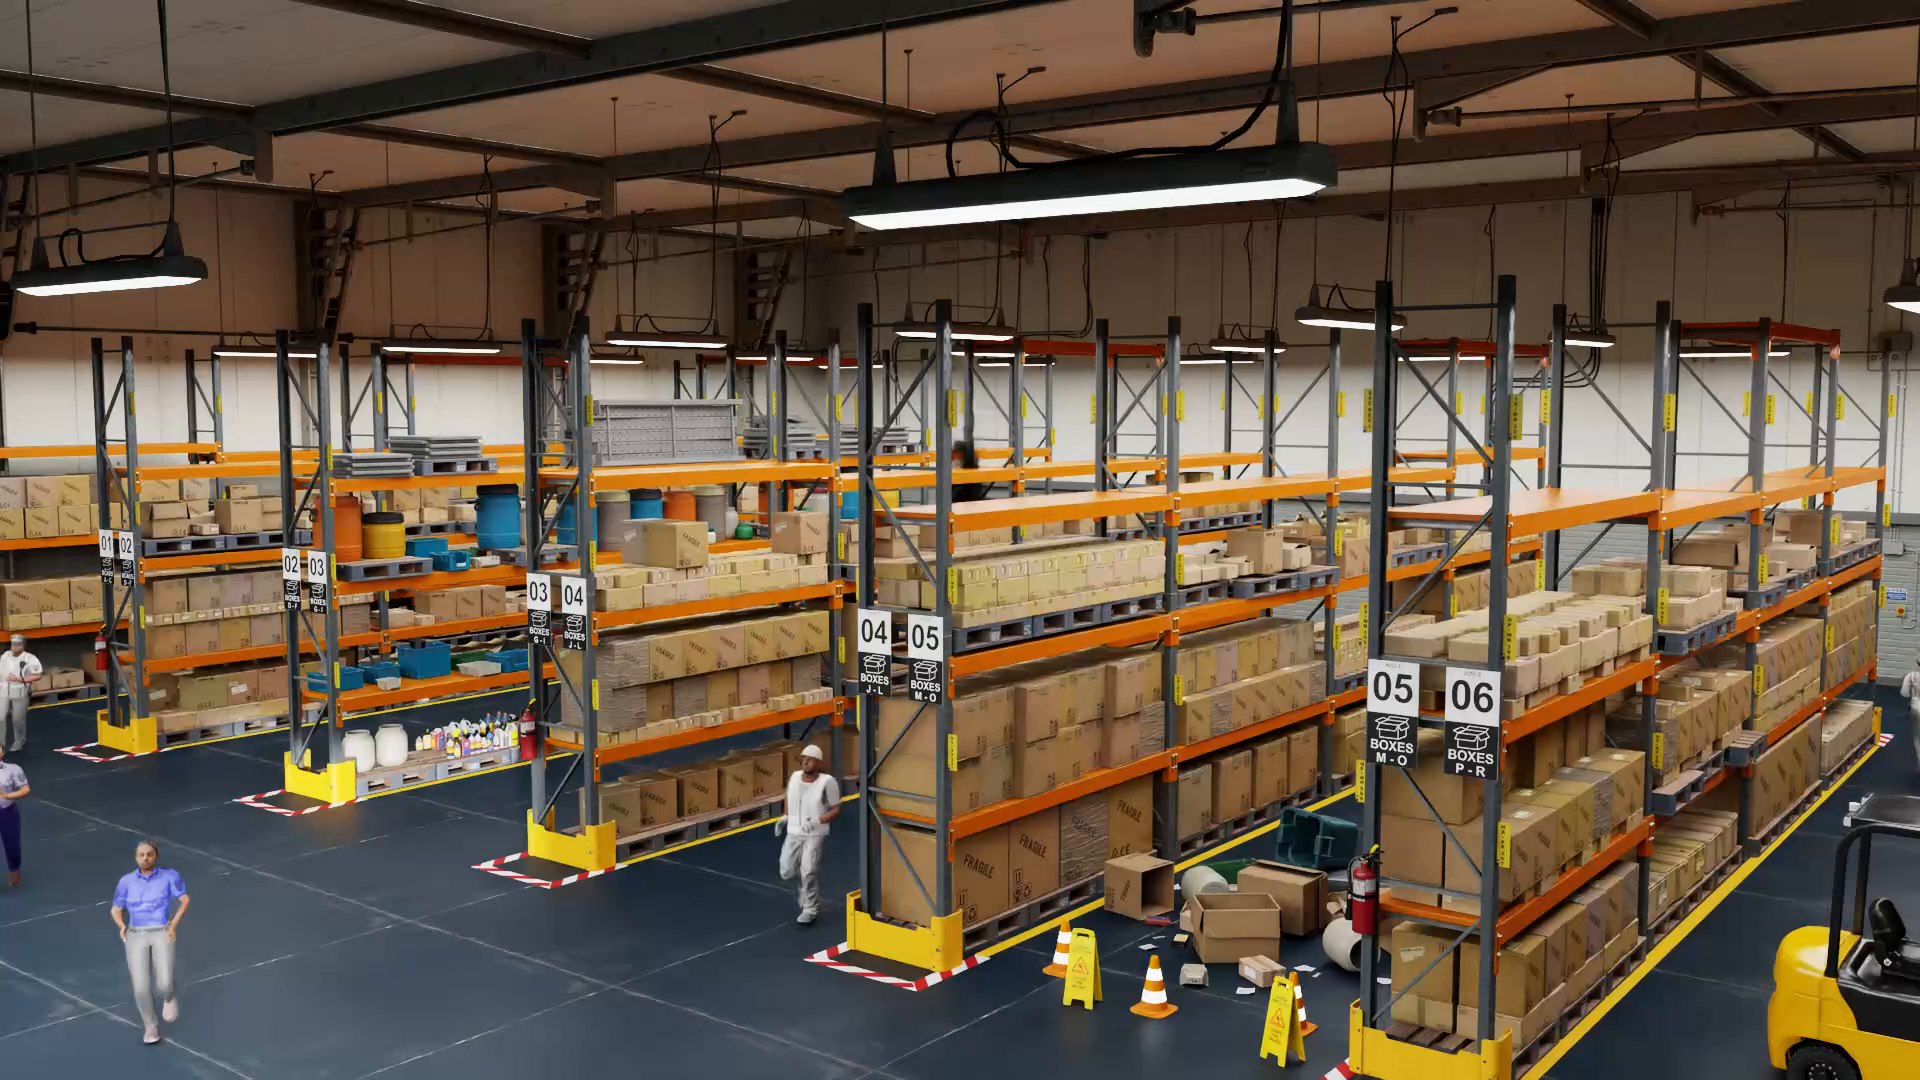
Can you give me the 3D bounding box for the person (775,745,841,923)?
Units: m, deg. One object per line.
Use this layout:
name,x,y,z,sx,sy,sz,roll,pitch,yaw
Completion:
person,-1.510,2.878,16.305,0.675,1.723,0.560,2,5,24

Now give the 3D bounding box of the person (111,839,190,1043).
person,-6.489,3.204,13.323,0.572,1.605,0.557,-2,5,-20

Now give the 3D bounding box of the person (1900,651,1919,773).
person,13.204,2.340,22.759,0.598,1.665,0.610,2,5,24

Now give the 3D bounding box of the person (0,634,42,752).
person,-13.486,2.229,23.819,0.687,1.814,0.803,-1,5,-10

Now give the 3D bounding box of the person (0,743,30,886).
person,-9.831,2.860,16.984,0.610,1.616,0.940,-2,6,-26
